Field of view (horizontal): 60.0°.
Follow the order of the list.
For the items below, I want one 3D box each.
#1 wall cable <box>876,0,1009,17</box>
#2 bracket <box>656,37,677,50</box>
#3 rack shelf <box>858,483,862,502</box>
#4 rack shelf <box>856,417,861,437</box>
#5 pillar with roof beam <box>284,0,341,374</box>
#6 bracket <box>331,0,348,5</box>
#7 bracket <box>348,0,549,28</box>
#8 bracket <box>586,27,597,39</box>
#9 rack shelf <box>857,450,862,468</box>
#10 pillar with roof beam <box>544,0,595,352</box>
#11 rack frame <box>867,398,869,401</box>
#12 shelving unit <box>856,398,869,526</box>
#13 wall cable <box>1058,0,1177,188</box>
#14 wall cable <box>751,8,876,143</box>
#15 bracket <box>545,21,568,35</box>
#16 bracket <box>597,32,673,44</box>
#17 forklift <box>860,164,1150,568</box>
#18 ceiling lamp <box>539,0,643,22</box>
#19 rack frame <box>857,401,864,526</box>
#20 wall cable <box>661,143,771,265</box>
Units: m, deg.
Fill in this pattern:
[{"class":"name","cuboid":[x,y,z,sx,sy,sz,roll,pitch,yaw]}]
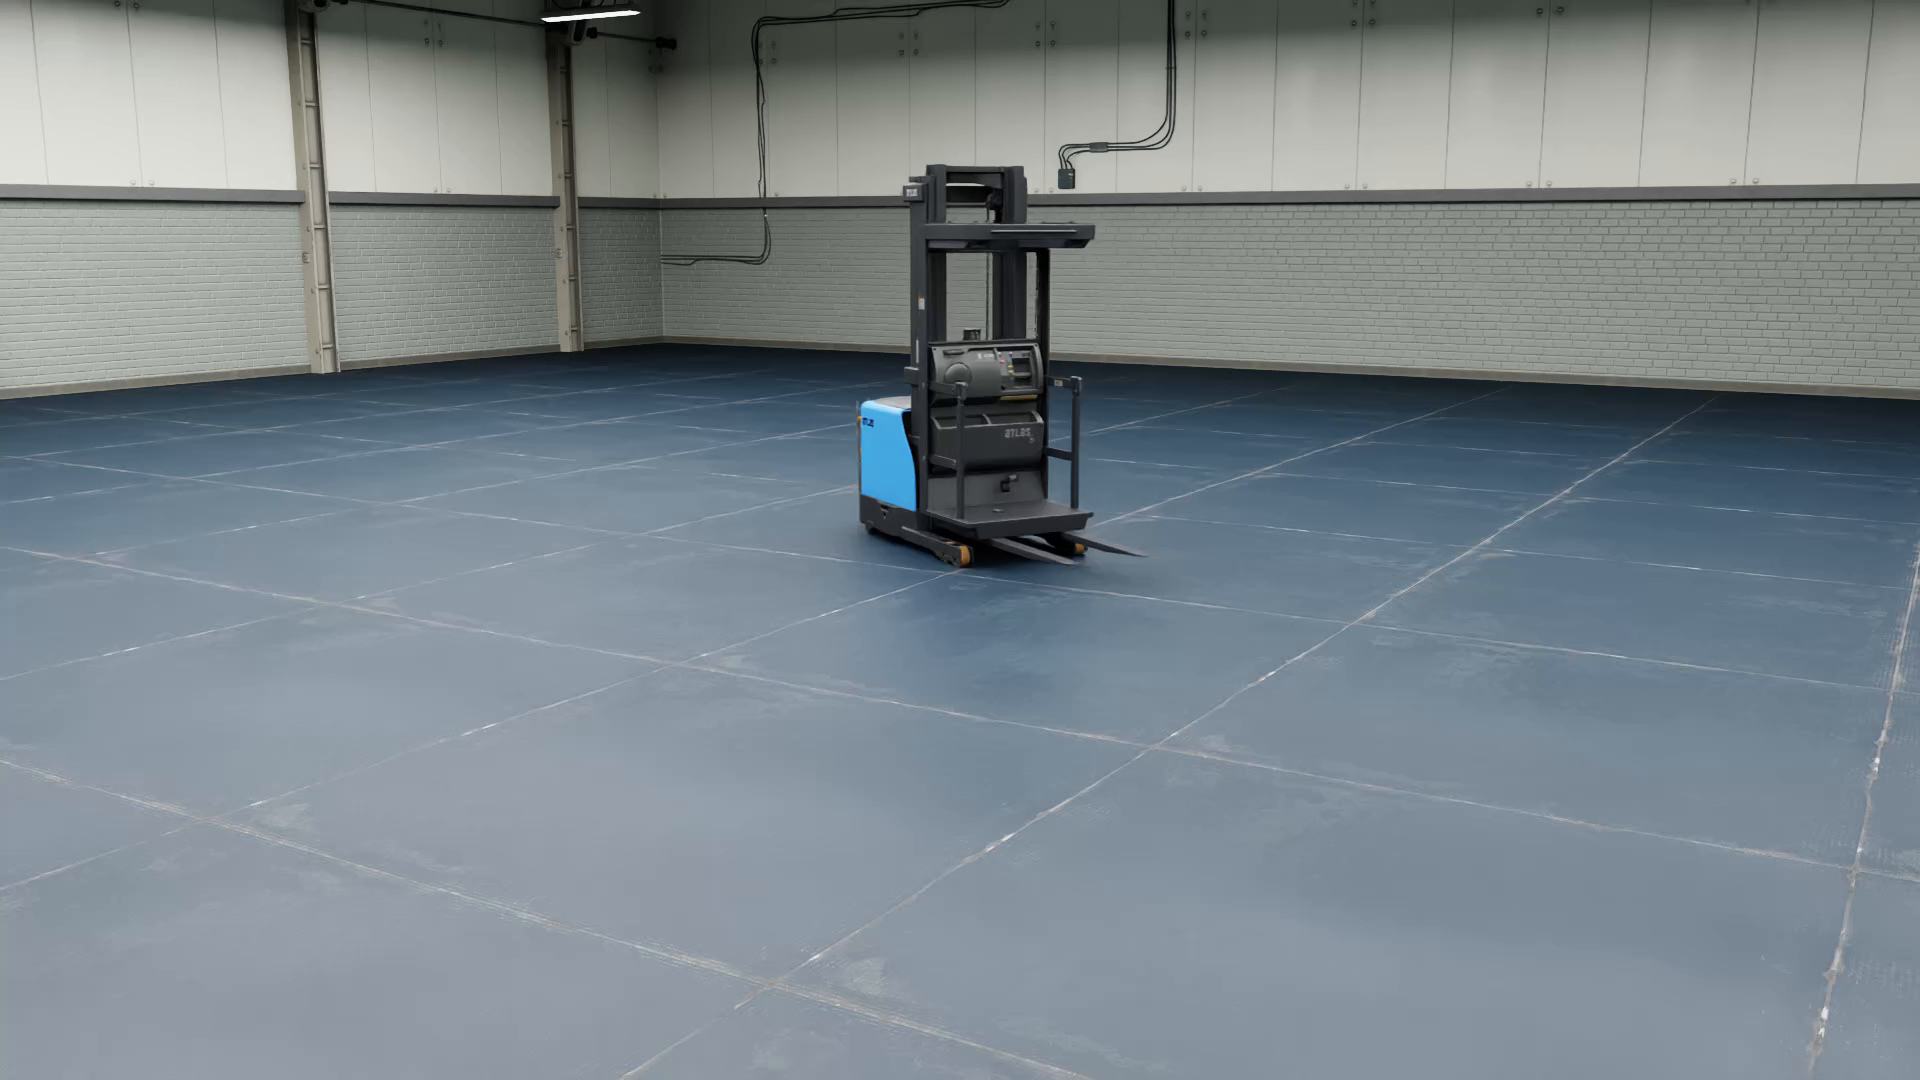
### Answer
[{"class":"wall cable","cuboid":[-0.326,-11.264,31.434,3.097,2.526,0.112,6,12,31]},{"class":"bracket","cuboid":[-6.193,-10.463,35.018,0.235,0.232,0.430,6,12,31]},{"class":"rack shelf","cuboid":[-0.720,-0.373,14.072,0.215,0.259,0.240,3,11,17]},{"class":"rack shelf","cuboid":[-0.725,-0.926,13.970,0.215,0.259,0.240,3,11,17]},{"class":"pillar with roof beam","cuboid":[-7.378,-6.934,25.954,9.100,9.000,0.548,6,12,31]},{"class":"bracket","cuboid":[-10.539,-9.146,27.987,0.235,0.232,0.430,6,12,31]},{"class":"bracket","cuboid":[-9.192,-9.554,30.166,0.076,0.066,4.783,6,12,31]},{"class":"bracket","cuboid":[-7.424,-10.090,33.028,0.235,0.232,0.430,6,12,31]},{"class":"rack shelf","cuboid":[-0.723,-0.647,14.022,0.215,0.259,0.240,3,11,17]},{"class":"pillar with roof beam","cuboid":[-4.263,-7.878,30.994,9.100,9.000,0.548,6,12,31]},{"class":"rack frame","cuboid":[-0.686,-0.678,14.134,0.200,1.050,0.008,3,11,17]},{"class":"shelving unit","cuboid":[-0.723,-0.657,14.020,0.215,1.050,0.252,3,11,17]},{"class":"wall cable","cuboid":[2.823,-9.388,29.820,2.305,6.003,0.169,6,12,31]},{"class":"wall cable","cuboid":[-2.971,-9.324,33.432,3.097,2.526,0.112,6,12,31]},{"class":"bracket","cuboid":[-7.854,-9.959,32.330,0.235,0.232,0.430,6,12,31]},{"class":"bracket","cuboid":[-6.500,-10.370,34.522,0.076,0.066,3.189,6,12,31]},{"class":"forklift","cuboid":[0.314,-1.329,12.505,1.130,2.935,3.031,-6,12,-28]},{"class":"ceiling lamp","cuboid":[-5.889,-10.097,26.984,2.000,3.185,0.800,6,12,31]},{"class":"rack frame","cuboid":[-0.760,-0.636,13.906,0.200,1.050,0.008,3,11,17]},{"class":"wall cable","cuboid":[-5.283,-7.100,35.277,3.097,2.526,0.112,6,12,31]}]
